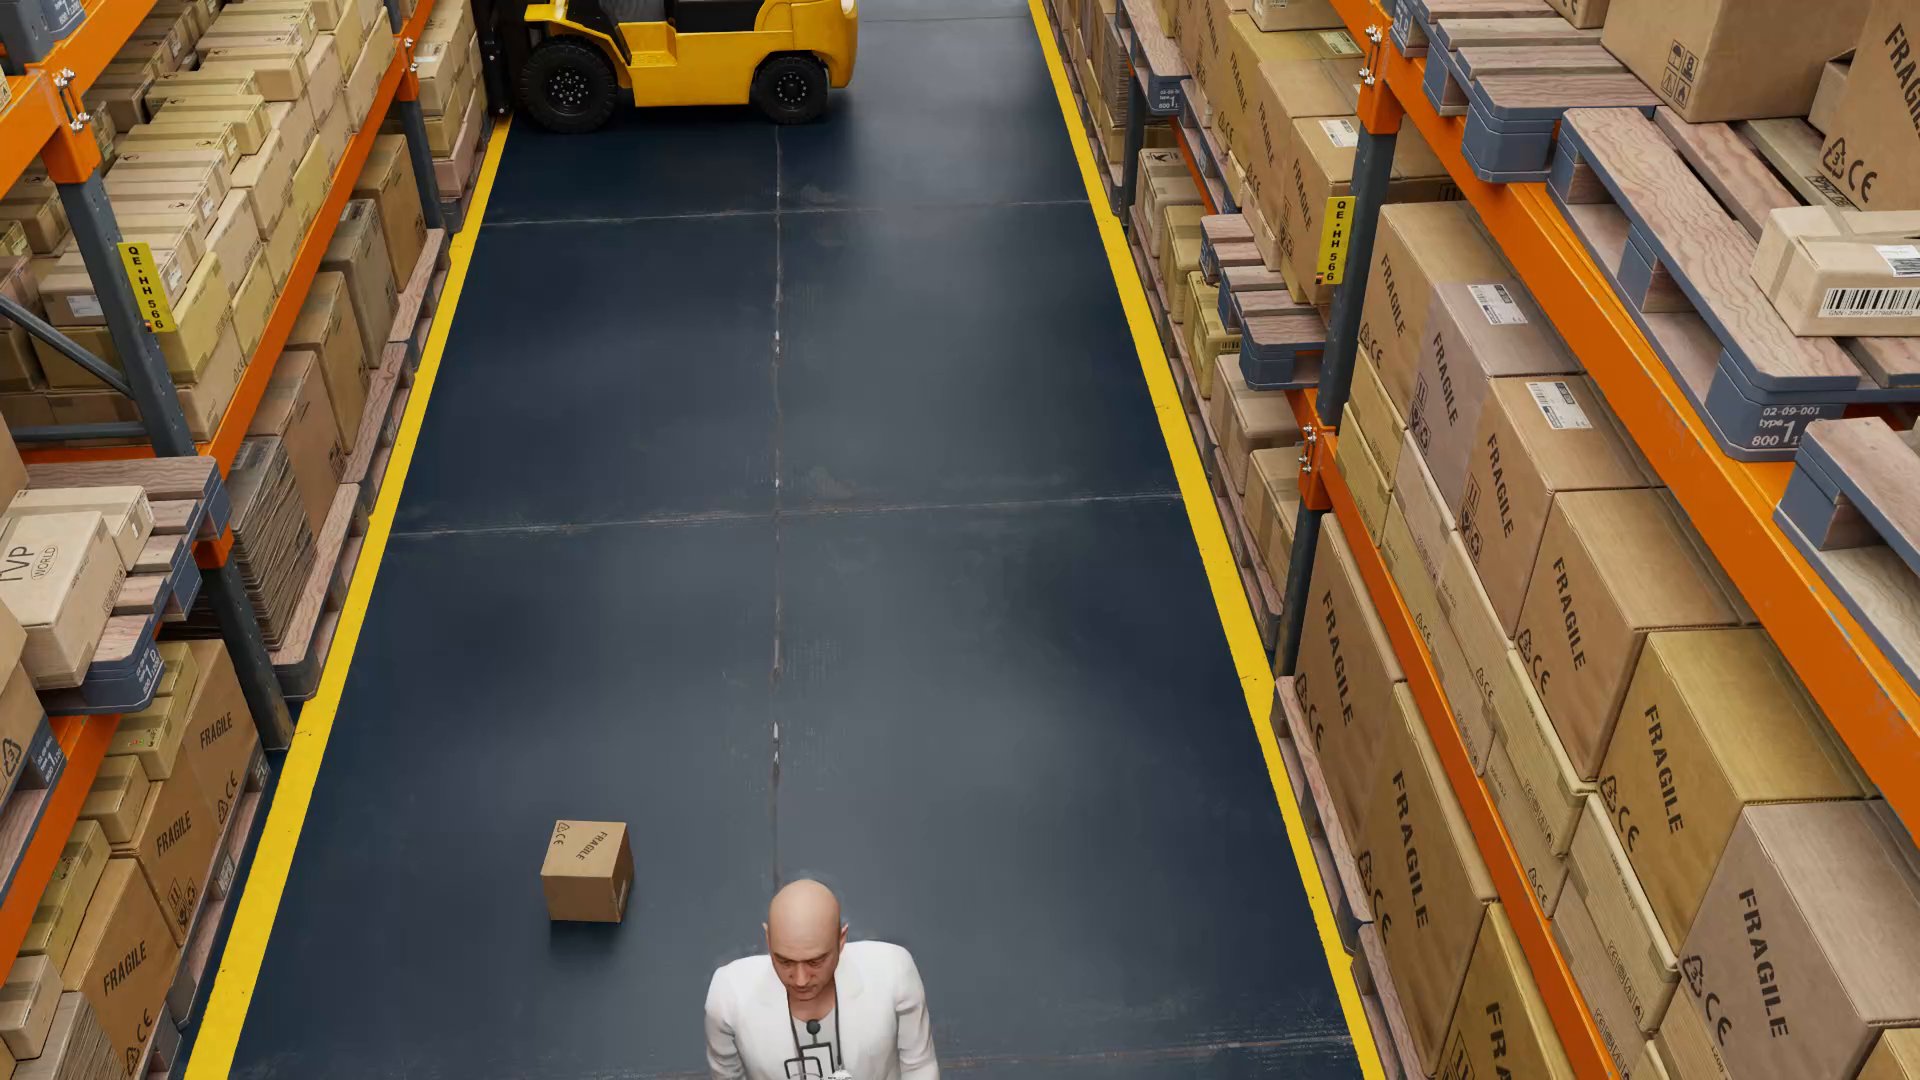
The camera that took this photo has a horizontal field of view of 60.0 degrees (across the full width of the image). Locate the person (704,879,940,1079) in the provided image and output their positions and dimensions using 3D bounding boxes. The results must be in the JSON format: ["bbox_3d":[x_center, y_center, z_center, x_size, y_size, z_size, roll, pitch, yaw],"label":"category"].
[{"bbox_3d":[-0.334,1.518,4.309,0.582,1.658,0.893,-6,39,-8],"label":"person"}]
